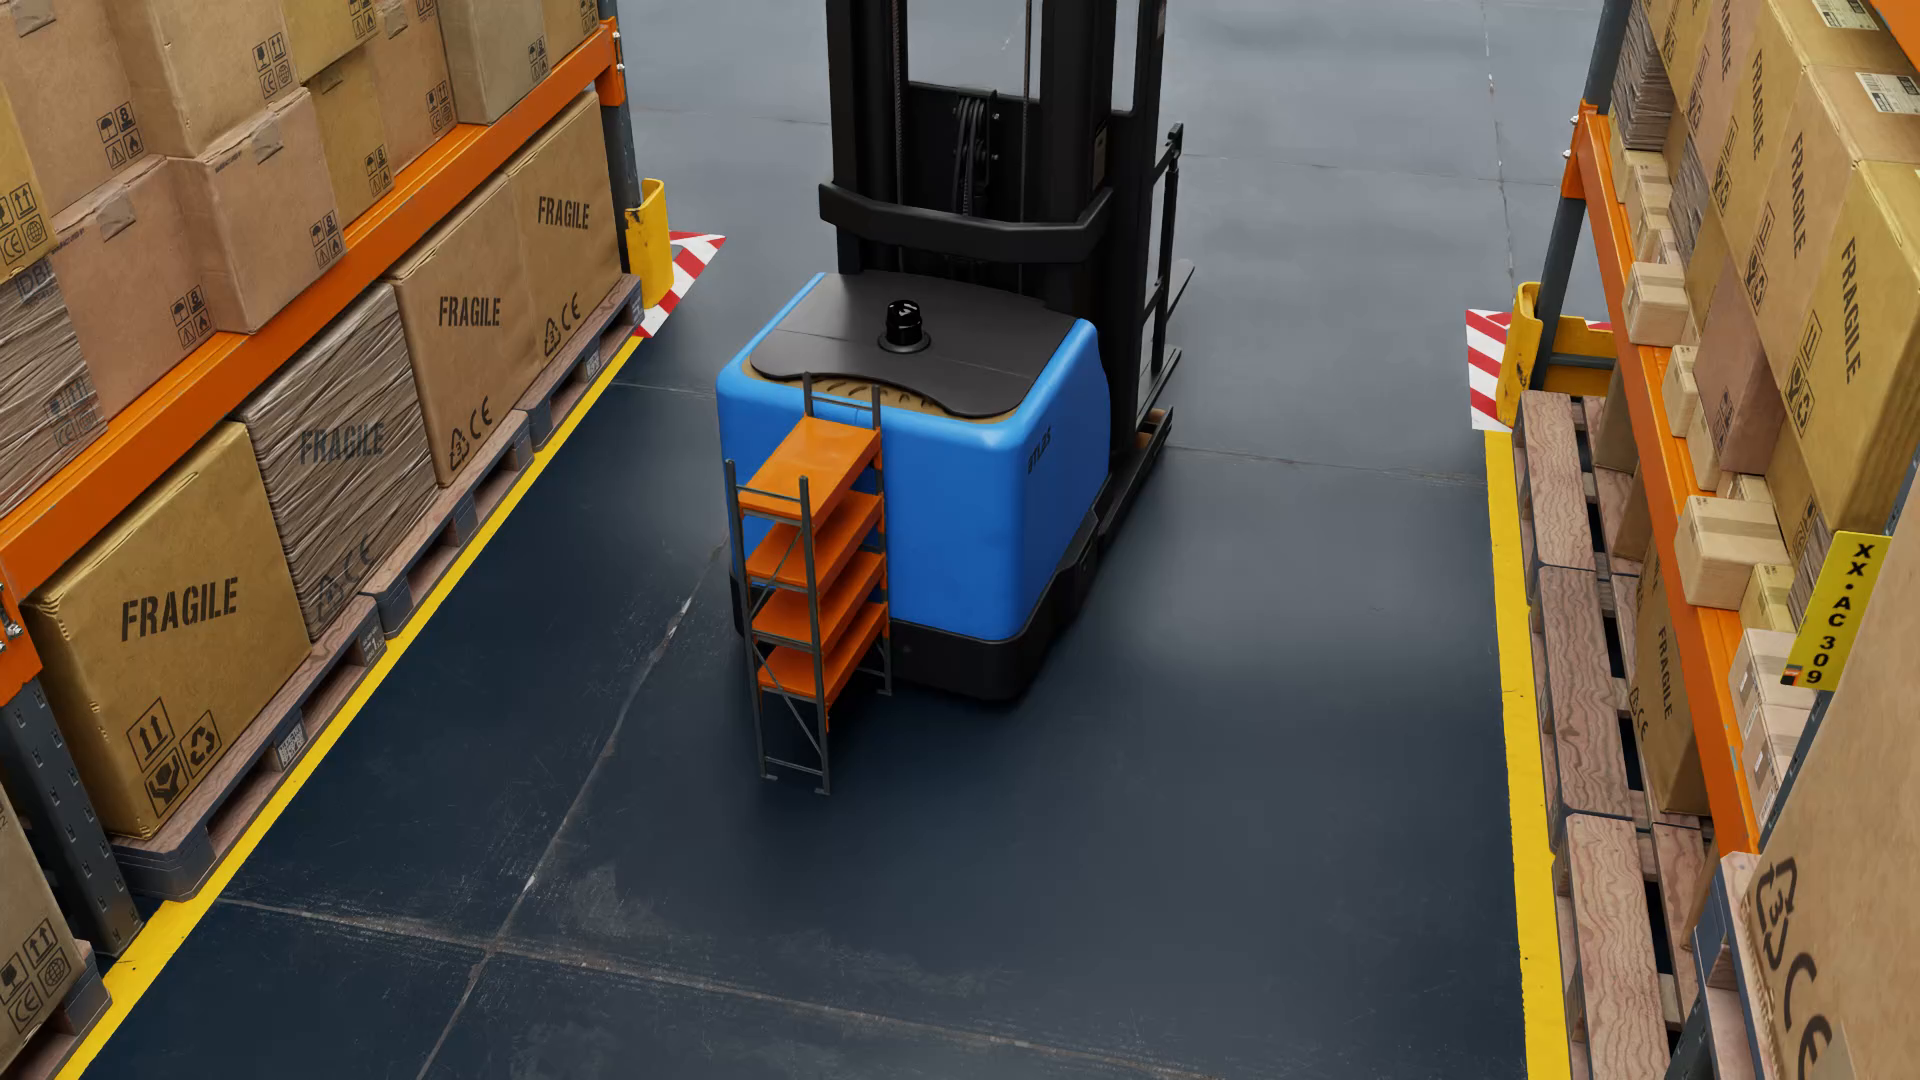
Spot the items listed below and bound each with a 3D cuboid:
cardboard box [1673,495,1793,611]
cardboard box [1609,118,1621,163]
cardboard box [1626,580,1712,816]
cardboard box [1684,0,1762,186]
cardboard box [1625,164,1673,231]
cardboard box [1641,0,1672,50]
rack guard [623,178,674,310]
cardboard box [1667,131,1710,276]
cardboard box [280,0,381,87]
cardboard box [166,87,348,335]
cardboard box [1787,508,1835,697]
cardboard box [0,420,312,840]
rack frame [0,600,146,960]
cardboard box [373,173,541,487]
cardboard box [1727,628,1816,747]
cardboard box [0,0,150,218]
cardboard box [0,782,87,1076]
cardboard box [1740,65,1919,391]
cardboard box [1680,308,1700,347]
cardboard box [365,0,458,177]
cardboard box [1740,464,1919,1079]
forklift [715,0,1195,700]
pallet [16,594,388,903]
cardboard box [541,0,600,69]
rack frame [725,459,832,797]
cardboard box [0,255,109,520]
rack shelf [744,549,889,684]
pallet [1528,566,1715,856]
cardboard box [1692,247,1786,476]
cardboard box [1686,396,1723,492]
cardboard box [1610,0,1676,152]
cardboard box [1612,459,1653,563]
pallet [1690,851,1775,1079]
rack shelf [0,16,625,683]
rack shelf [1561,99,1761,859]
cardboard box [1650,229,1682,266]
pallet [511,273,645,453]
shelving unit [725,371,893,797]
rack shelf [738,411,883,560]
[{"bbox_3d":[1.882,0.044,3.847,0.380,0.149,0.250,7,37,10],"label":"cardboard box"},{"bbox_3d":[2.492,-1.379,5.811,0.380,0.149,0.250,7,37,10],"label":"cardboard box"},{"bbox_3d":[2.299,0.460,4.831,0.500,0.500,0.500,4,36,6],"label":"cardboard box"},{"bbox_3d":[2.155,-1.180,4.131,0.500,0.500,0.500,7,37,10],"label":"cardboard box"},{"bbox_3d":[2.391,-1.092,5.415,0.380,0.149,0.250,7,37,10],"label":"cardboard box"},{"bbox_3d":[2.361,-1.754,4.924,0.500,0.500,0.500,7,37,10],"label":"cardboard box"},{"bbox_3d":[-1.961,-1.437,7.806,1.175,0.500,0.348,7,37,10],"label":"rack guard"},{"bbox_3d":[2.575,-1.022,4.765,0.875,0.500,0.500,7,37,10],"label":"cardboard box"},{"bbox_3d":[-2.349,-1.774,5.094,0.875,0.550,0.500,7,37,10],"label":"cardboard box"},{"bbox_3d":[-2.427,-1.029,4.985,0.875,0.550,0.550,7,37,10],"label":"cardboard box"},{"bbox_3d":[2.160,0.127,3.181,0.875,0.500,0.500,7,37,10],"label":"cardboard box"},{"bbox_3d":[-2.617,0.197,4.875,0.875,0.875,0.875,8,37,11],"label":"cardboard box"},{"bbox_3d":[-2.820,-0.142,3.890,1.000,3.000,0.127,7,37,10],"label":"rack frame"},{"bbox_3d":[-2.232,-0.843,6.310,0.875,0.875,0.875,7,36,9],"label":"cardboard box"},{"bbox_3d":[1.825,0.337,3.443,0.380,0.149,0.250,7,37,10],"label":"cardboard box"},{"bbox_3d":[-2.704,-1.177,4.270,0.875,0.550,0.550,7,37,10],"label":"cardboard box"},{"bbox_3d":[-2.865,0.966,3.920,1.050,0.750,0.750,7,37,10],"label":"cardboard box"},{"bbox_3d":[1.937,-0.607,3.341,0.500,0.500,0.500,7,37,10],"label":"cardboard box"},{"bbox_3d":[2.226,-0.512,4.615,0.380,0.149,0.250,7,37,10],"label":"cardboard box"},{"bbox_3d":[-2.339,-1.654,5.848,0.875,0.550,0.550,7,37,10],"label":"cardboard box"},{"bbox_3d":[1.697,0.563,2.048,1.000,1.000,1.000,8,37,10],"label":"cardboard box"},{"bbox_3d":[0.222,-1.528,5.861,1.130,2.935,3.031,13,38,17],"label":"forklift"},{"bbox_3d":[-2.581,0.561,5.296,1.003,0.211,1.213,7,37,10],"label":"pallet"},{"bbox_3d":[-2.001,-2.277,6.708,0.875,0.550,0.550,7,37,10],"label":"cardboard box"},{"bbox_3d":[-0.516,0.287,4.831,0.240,1.200,0.015,13,39,17],"label":"rack frame"},{"bbox_3d":[-2.753,-0.416,4.140,0.875,0.550,0.550,7,37,10],"label":"cardboard box"},{"bbox_3d":[-0.429,0.203,5.053,0.258,0.148,0.480,13,39,17],"label":"rack shelf"},{"bbox_3d":[2.371,0.576,5.276,1.003,0.211,1.213,7,37,10],"label":"pallet"},{"bbox_3d":[2.310,-0.455,3.983,0.875,0.500,0.500,7,37,10],"label":"cardboard box"},{"bbox_3d":[2.078,-0.231,4.227,0.380,0.149,0.250,7,37,10],"label":"cardboard box"},{"bbox_3d":[2.714,-1.605,5.569,0.875,0.500,0.500,7,37,10],"label":"cardboard box"},{"bbox_3d":[2.614,-0.210,5.757,0.500,0.500,0.500,17,39,22],"label":"cardboard box"},{"bbox_3d":[1.699,1.035,2.429,1.003,0.211,1.213,7,37,10],"label":"pallet"},{"bbox_3d":[-2.393,-0.997,5.683,1.077,0.370,4.000,7,37,10],"label":"rack shelf"},{"bbox_3d":[2.431,-0.318,4.745,1.077,0.370,4.000,7,37,10],"label":"rack shelf"},{"bbox_3d":[2.304,-0.803,5.016,0.380,0.149,0.250,7,37,10],"label":"cardboard box"},{"bbox_3d":[-2.060,-0.838,7.226,1.003,0.211,1.213,7,37,10],"label":"pallet"},{"bbox_3d":[-0.429,0.149,5.012,0.258,1.200,0.503,13,39,17],"label":"shelving unit"},{"bbox_3d":[-0.432,-0.164,4.775,0.258,0.148,0.480,13,39,17],"label":"rack shelf"}]
